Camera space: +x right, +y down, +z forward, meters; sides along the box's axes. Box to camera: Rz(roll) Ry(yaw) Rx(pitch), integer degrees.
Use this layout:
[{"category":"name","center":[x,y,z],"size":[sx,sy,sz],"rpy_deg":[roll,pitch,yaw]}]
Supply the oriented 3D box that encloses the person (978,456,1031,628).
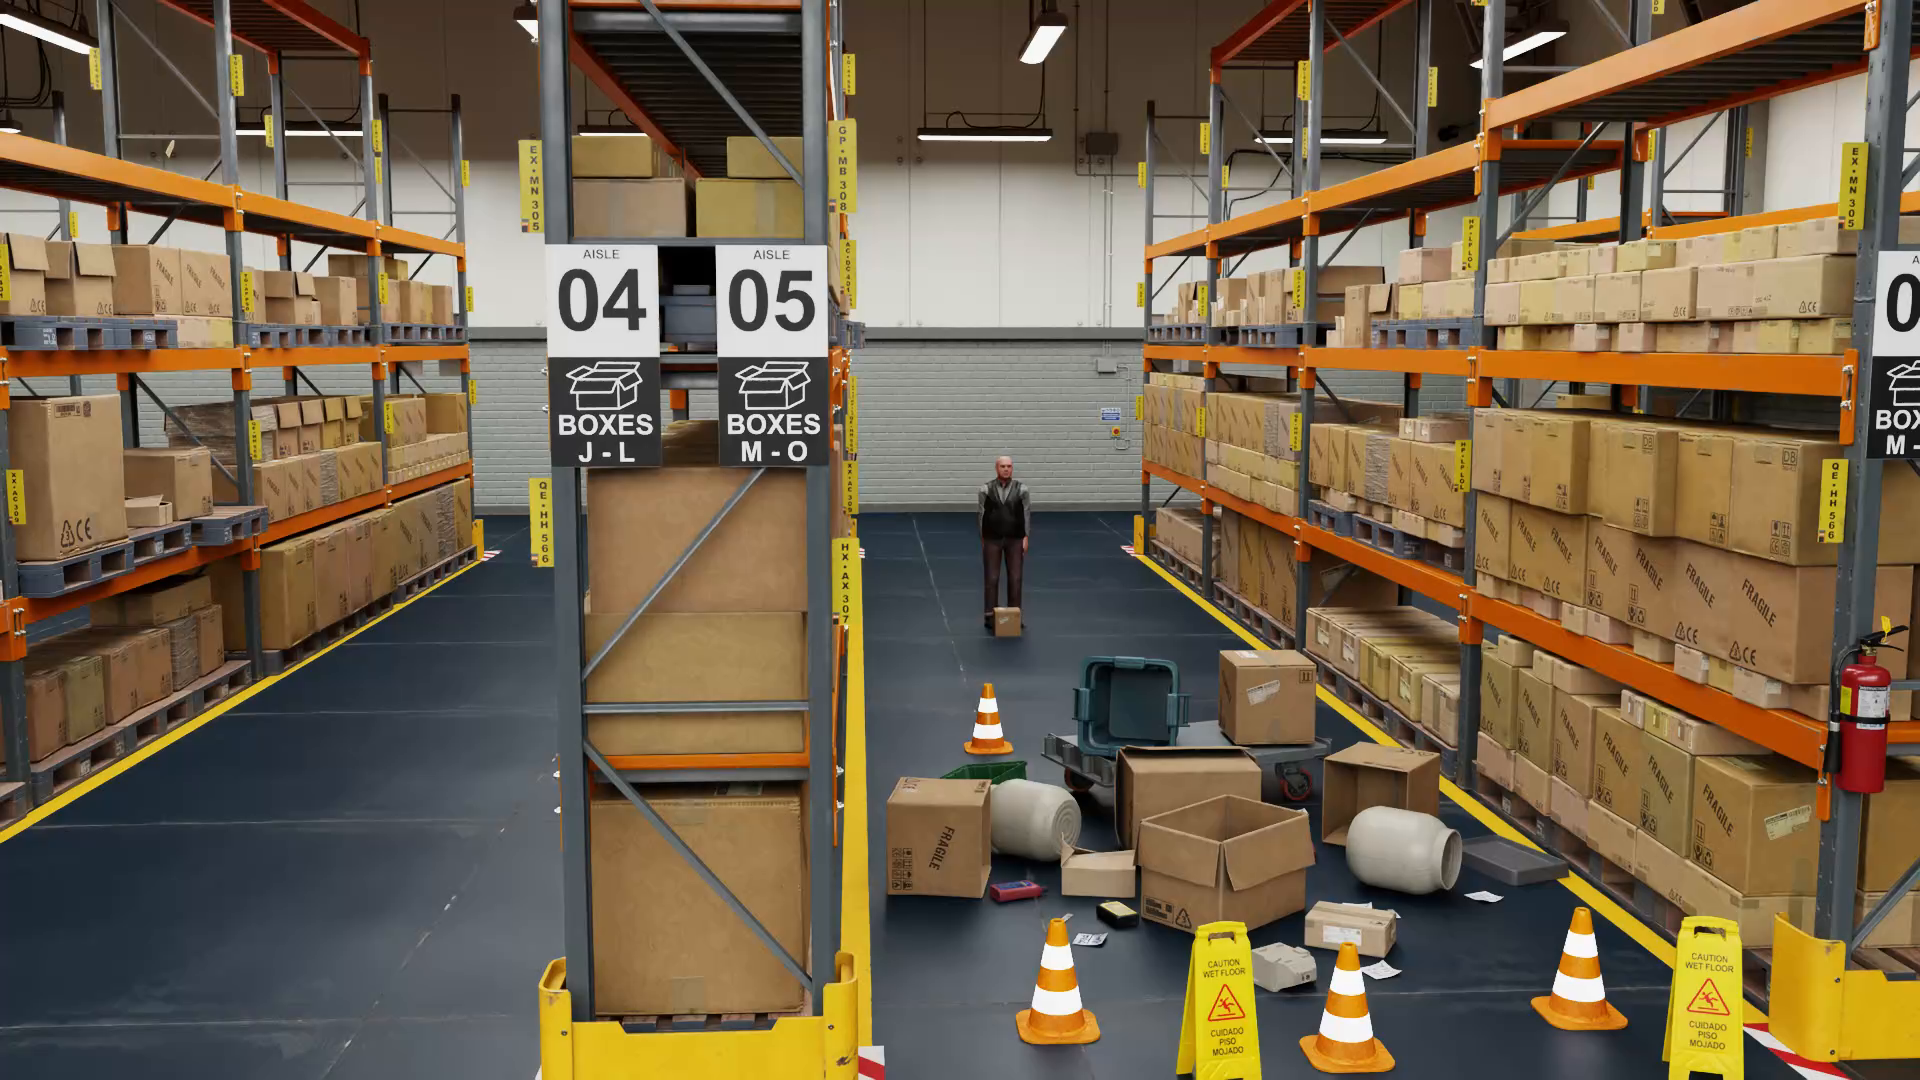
[{"category":"person","center":[0.446,0.023,16.697],"size":[0.530,1.726,0.358],"rpy_deg":[0,7,-2]}]
